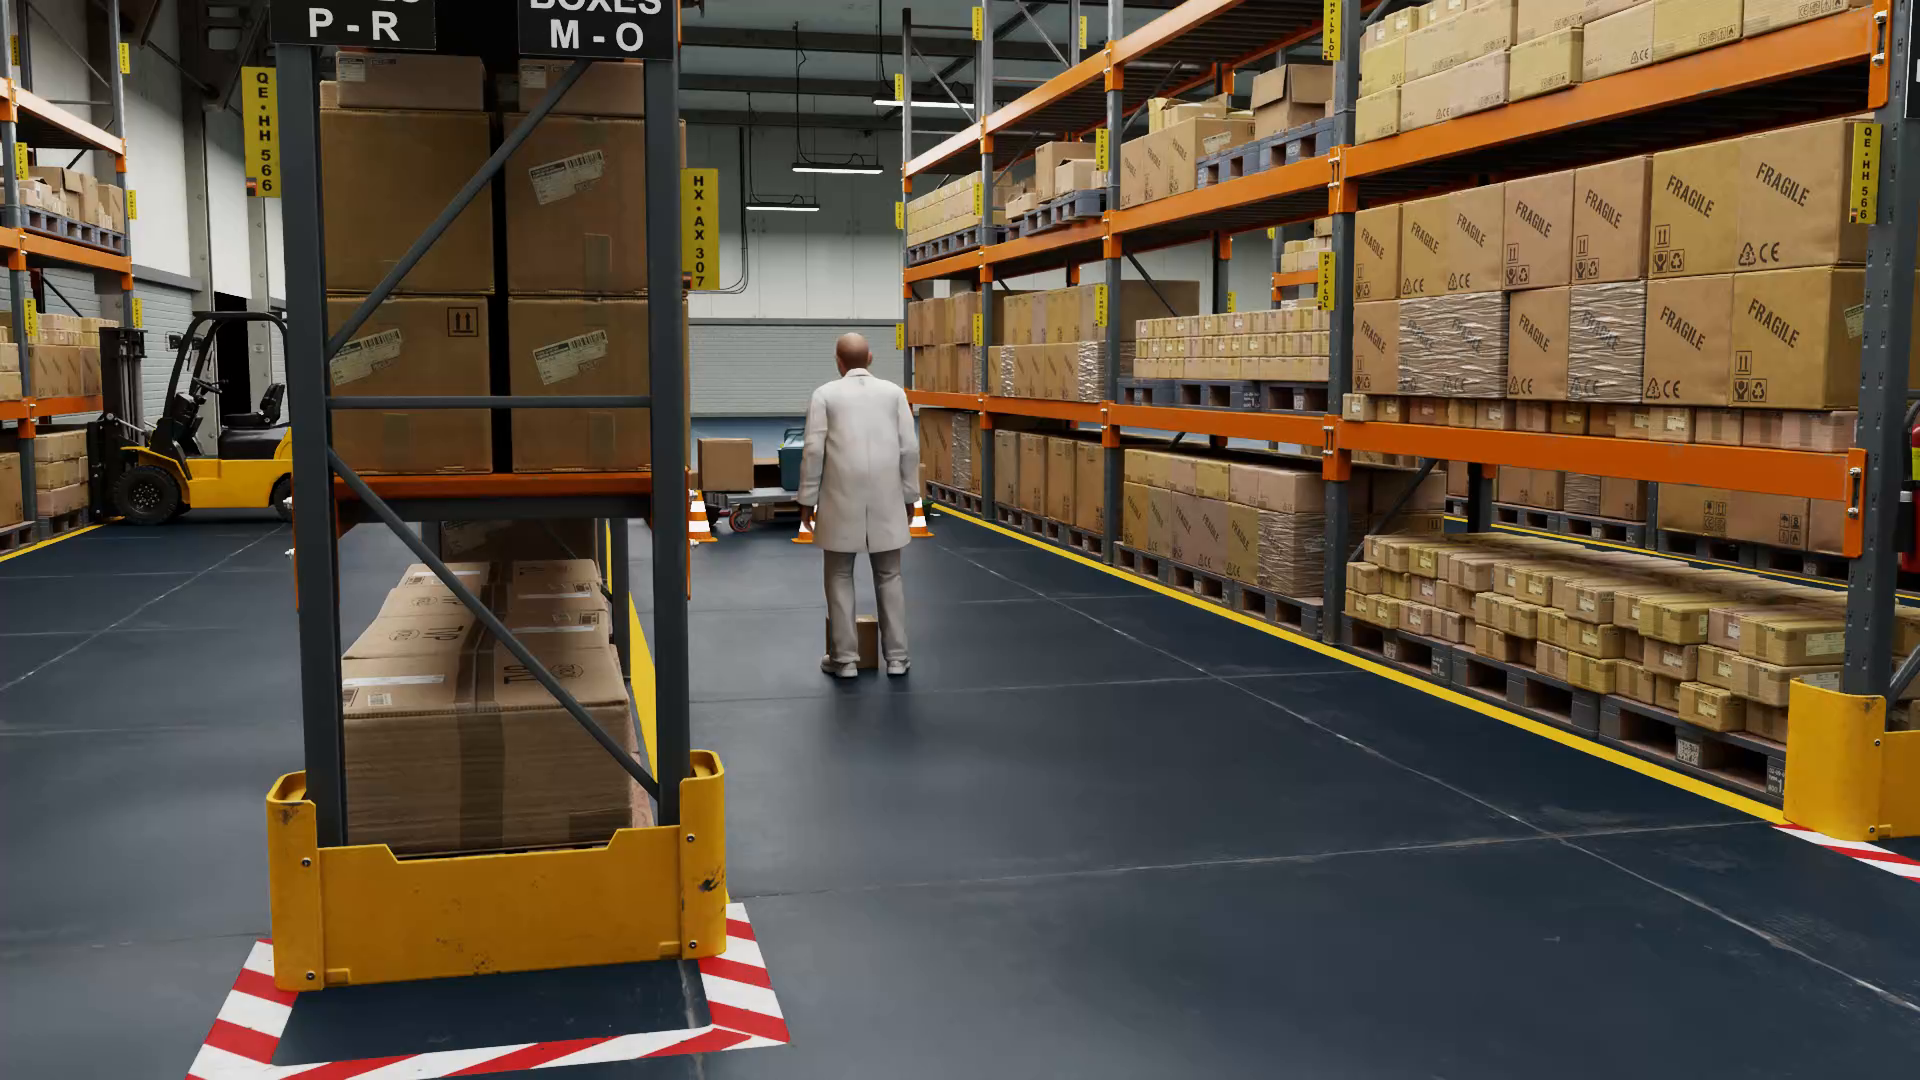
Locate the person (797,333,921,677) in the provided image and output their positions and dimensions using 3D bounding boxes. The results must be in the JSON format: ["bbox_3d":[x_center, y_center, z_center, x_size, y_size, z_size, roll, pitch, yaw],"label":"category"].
[{"bbox_3d":[-0.521,-0.185,8.645,0.654,1.774,0.415,-2,6,-15],"label":"person"}]
